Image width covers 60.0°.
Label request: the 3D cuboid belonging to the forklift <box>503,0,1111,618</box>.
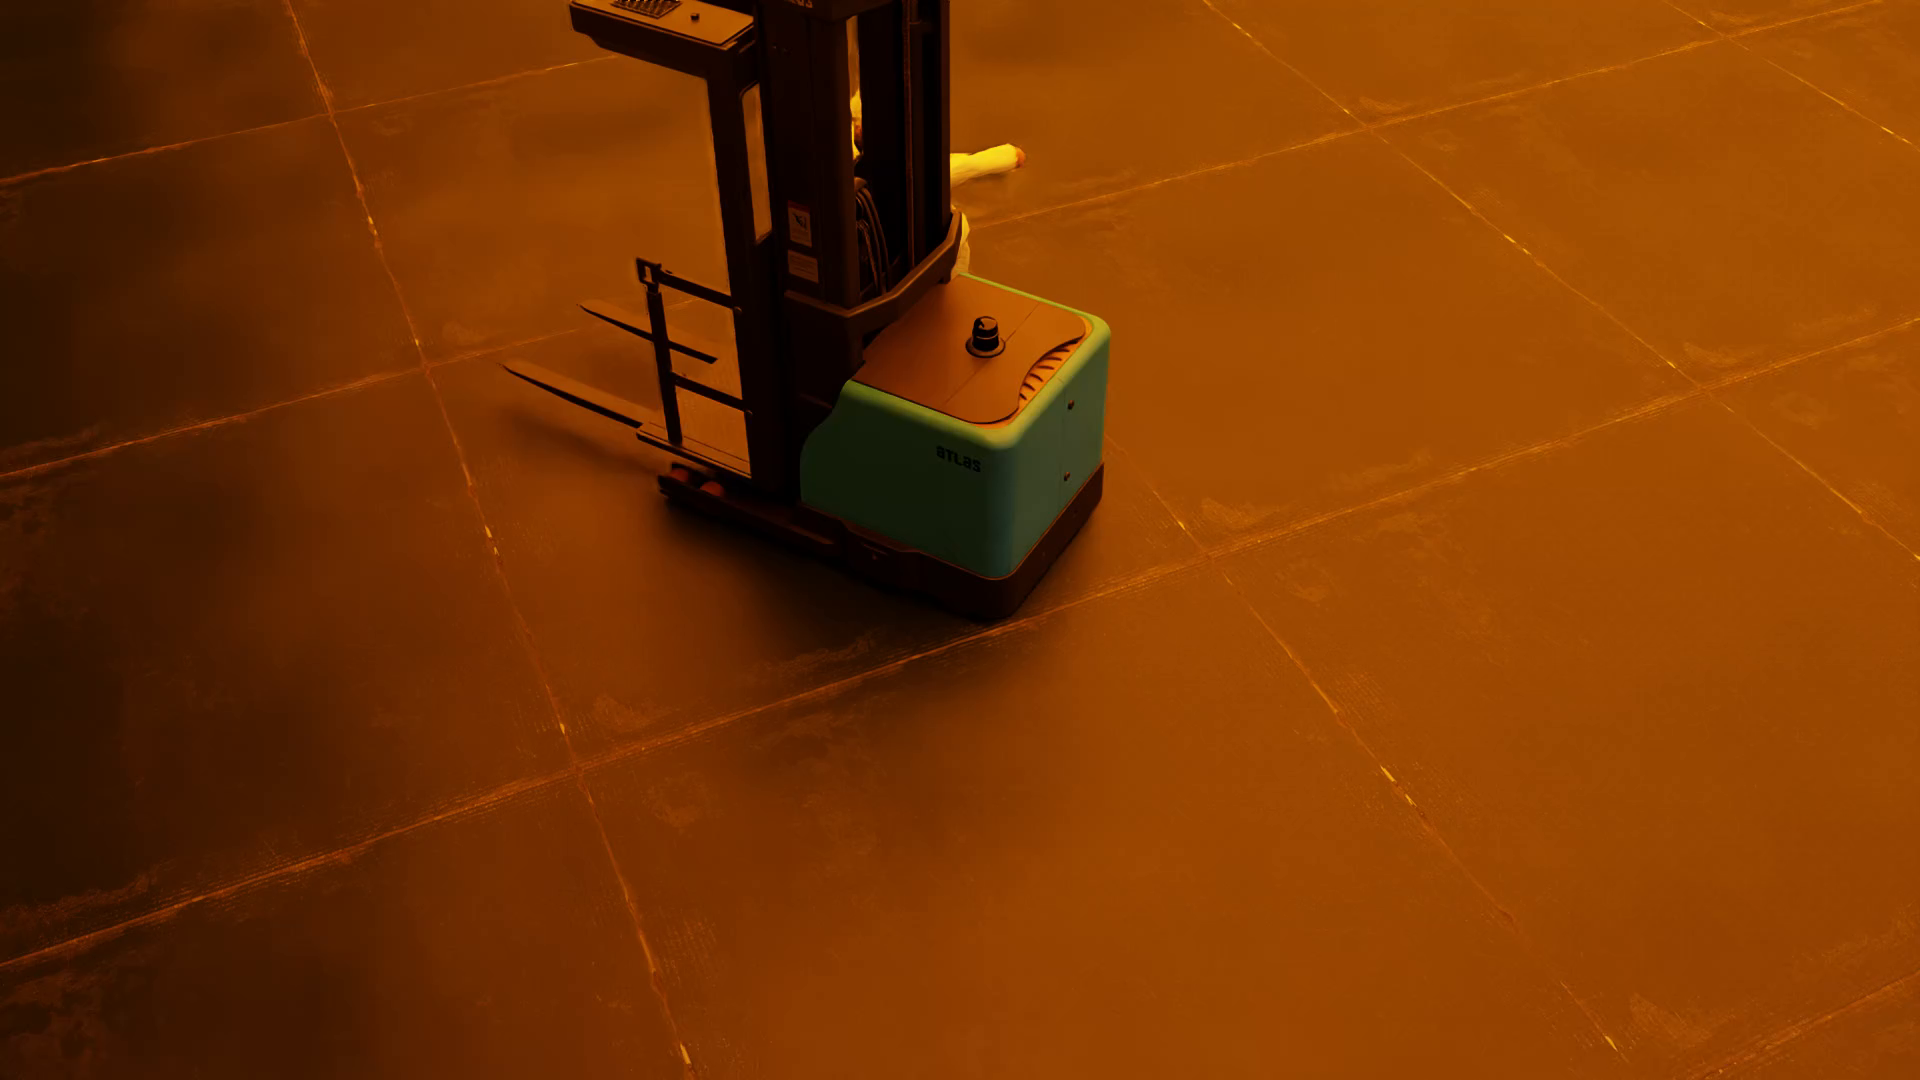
[{"bbox_3d":[-0.855,-1.475,7.261,3.031,2.935,1.130,22,47,22],"label":"forklift"}]

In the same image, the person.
[{"bbox_3d":[-0.158,-1.581,8.381,1.070,1.508,0.811,-9,44,-10],"label":"person"}]
